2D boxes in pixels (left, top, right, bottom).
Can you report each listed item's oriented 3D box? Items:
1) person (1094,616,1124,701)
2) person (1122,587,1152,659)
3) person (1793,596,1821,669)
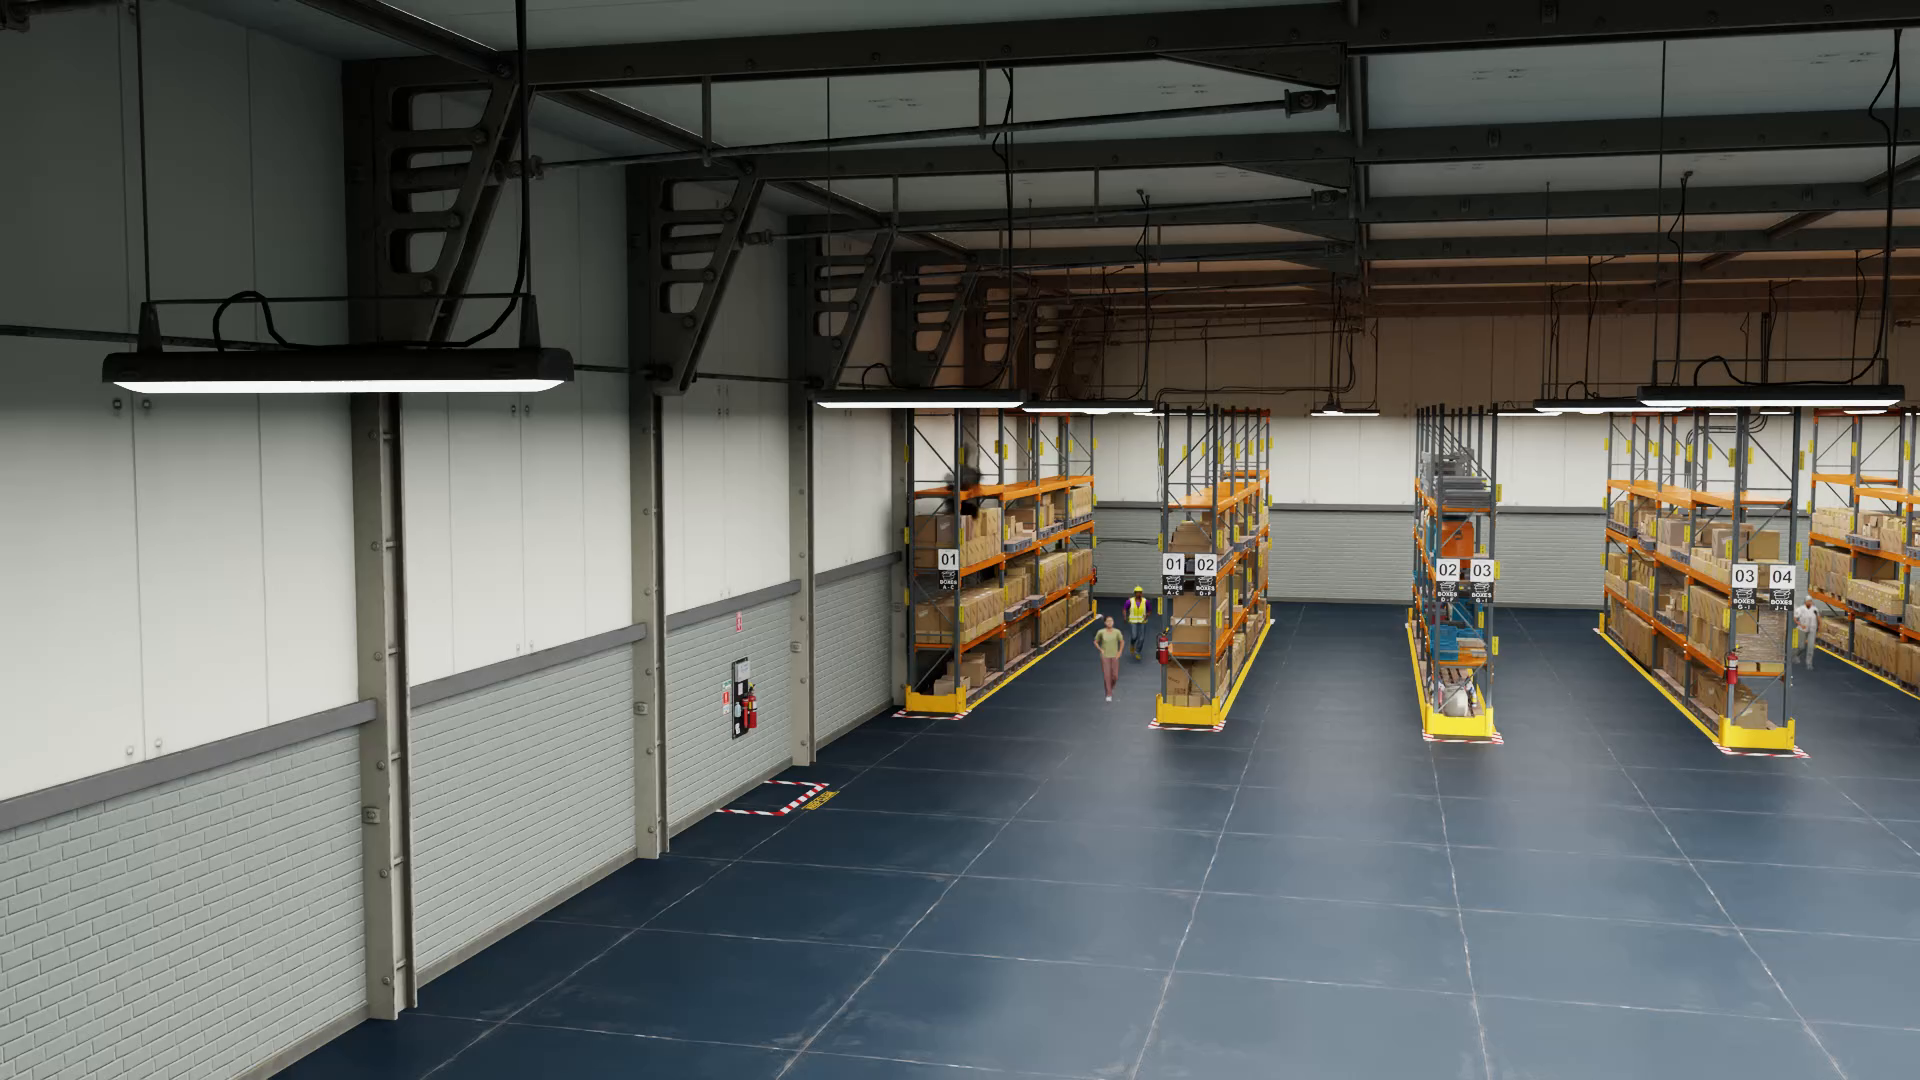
[{"bbox_3d":[2.882,2.274,32.115,0.591,1.647,0.516,0,4,-1],"label":"person"},{"bbox_3d":[4.239,1.975,39.656,0.698,1.718,0.575,0,4,1],"label":"person"},{"bbox_3d":[19.540,2.116,38.371,0.631,1.674,0.763,1,4,12],"label":"person"}]
